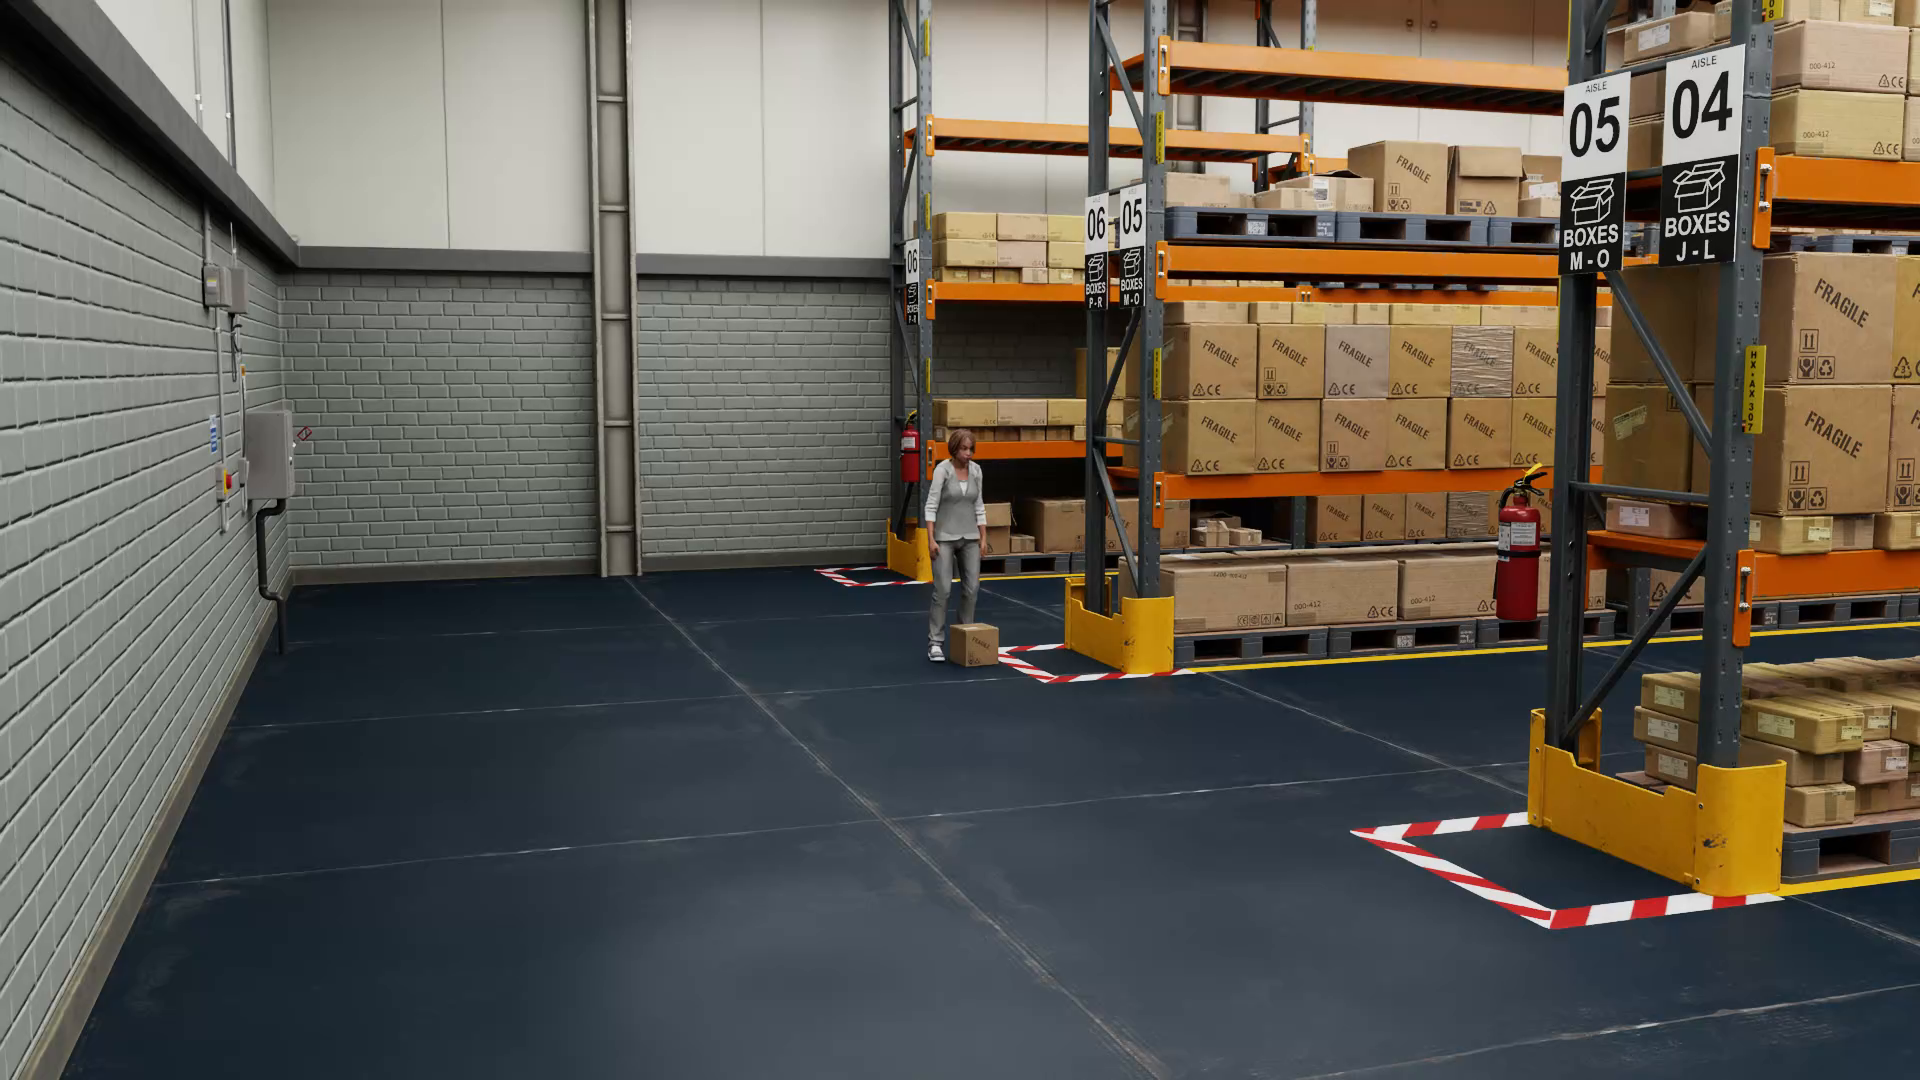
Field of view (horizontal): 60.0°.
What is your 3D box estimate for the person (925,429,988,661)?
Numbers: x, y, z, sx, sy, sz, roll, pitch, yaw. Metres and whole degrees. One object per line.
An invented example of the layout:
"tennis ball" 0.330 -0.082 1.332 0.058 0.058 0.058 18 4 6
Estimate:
"person" -0.025 0.027 11.512 0.468 1.593 0.349 -3 7 -26
